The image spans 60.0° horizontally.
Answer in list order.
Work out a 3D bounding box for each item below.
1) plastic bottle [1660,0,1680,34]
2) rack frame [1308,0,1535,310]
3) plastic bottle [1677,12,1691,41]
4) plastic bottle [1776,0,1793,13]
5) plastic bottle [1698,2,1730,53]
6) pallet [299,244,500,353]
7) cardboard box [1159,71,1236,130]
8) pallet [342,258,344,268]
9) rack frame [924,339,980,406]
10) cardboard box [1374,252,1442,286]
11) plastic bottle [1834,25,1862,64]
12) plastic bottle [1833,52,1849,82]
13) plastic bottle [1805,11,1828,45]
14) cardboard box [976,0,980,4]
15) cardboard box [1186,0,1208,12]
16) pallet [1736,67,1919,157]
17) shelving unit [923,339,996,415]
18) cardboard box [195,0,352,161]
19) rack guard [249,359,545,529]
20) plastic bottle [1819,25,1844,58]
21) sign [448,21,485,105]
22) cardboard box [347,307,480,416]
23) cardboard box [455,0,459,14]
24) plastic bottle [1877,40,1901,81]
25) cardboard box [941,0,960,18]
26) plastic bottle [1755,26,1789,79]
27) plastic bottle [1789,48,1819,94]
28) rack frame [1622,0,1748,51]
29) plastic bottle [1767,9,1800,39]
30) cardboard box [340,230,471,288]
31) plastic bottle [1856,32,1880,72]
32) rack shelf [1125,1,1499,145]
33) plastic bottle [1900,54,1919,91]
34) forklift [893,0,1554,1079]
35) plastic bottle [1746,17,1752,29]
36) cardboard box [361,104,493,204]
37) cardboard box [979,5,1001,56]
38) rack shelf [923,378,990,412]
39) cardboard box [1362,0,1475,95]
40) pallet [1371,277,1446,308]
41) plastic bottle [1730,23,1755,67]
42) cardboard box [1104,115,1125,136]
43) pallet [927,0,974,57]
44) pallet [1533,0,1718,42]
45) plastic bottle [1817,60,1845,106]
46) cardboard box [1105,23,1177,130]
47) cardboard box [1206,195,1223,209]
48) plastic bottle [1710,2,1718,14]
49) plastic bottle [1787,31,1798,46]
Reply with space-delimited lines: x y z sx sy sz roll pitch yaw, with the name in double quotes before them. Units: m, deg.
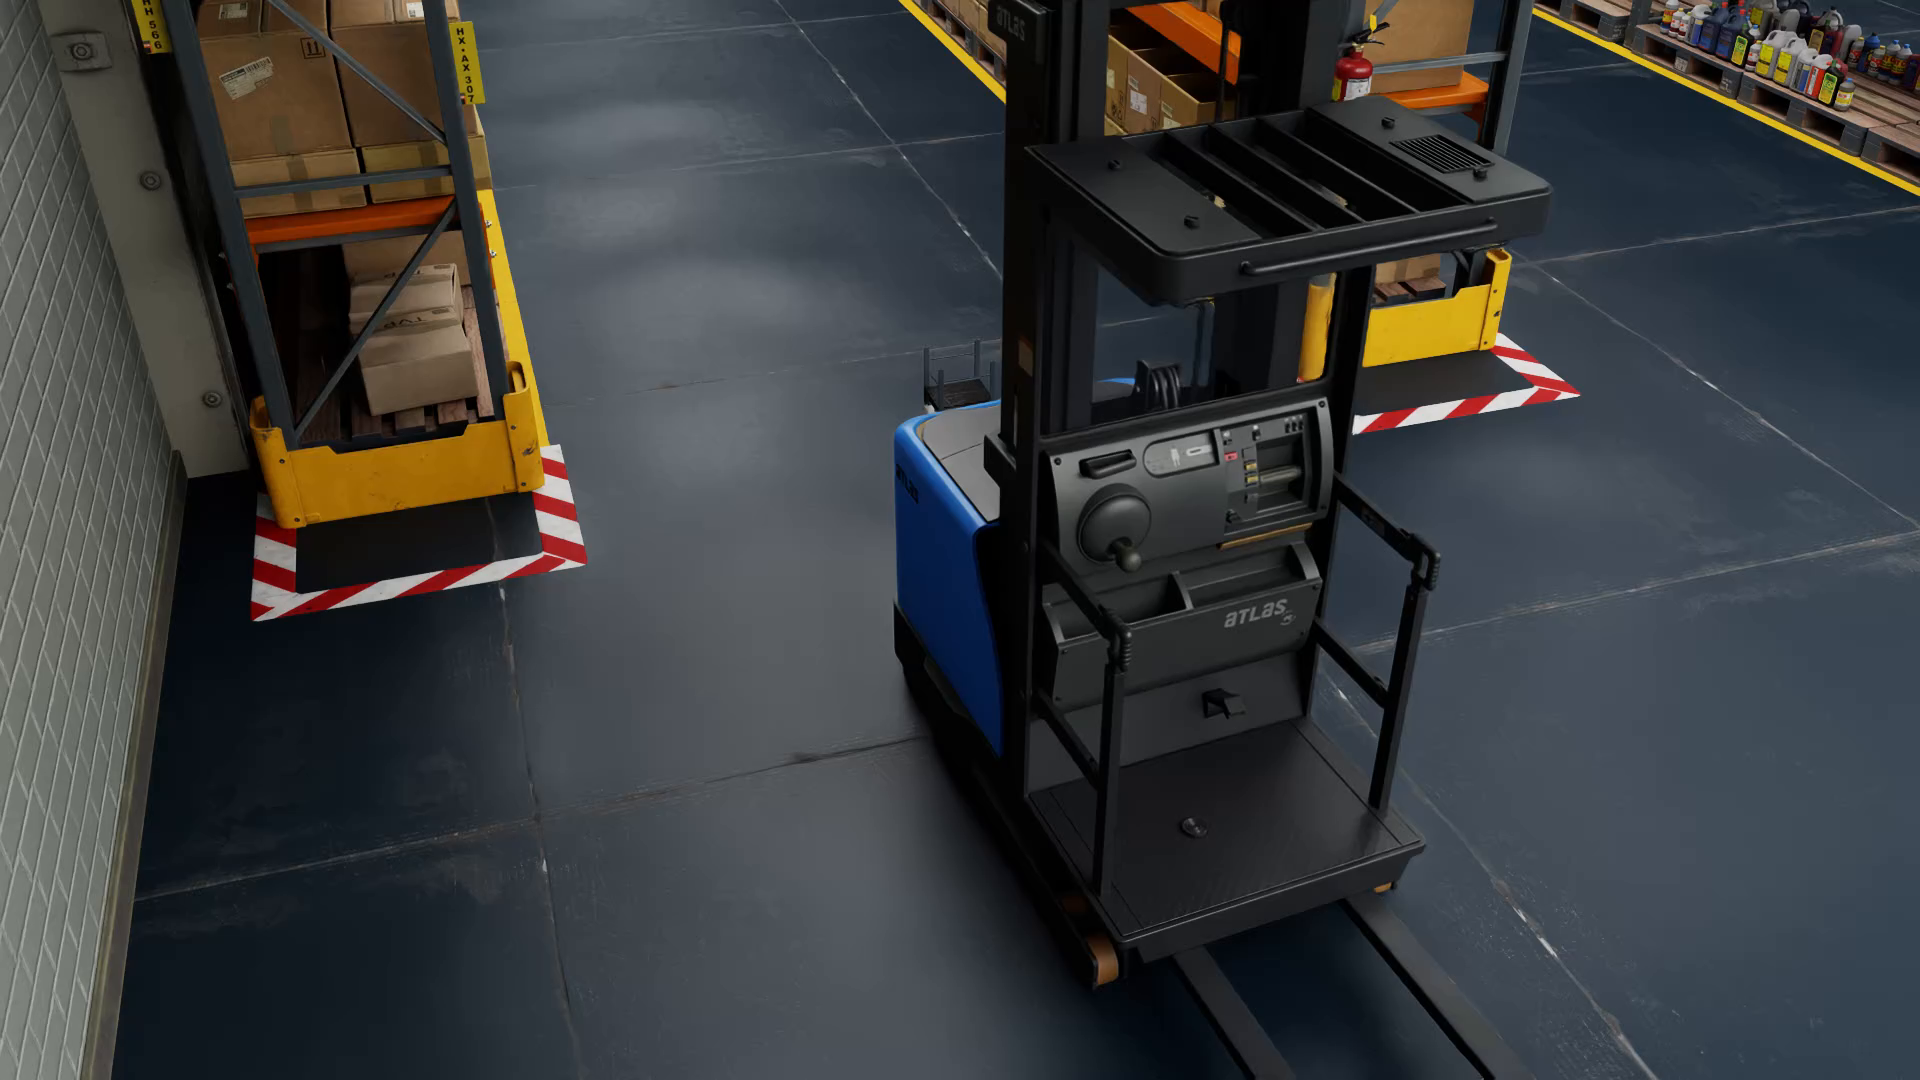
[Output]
"plastic bottle" 5.415 -4.010 12.674 0.097 0.271 0.097 0 33 0
"rack frame" 2.237 -2.275 7.972 1.000 3.000 0.127 -10 35 -15
"plastic bottle" 5.477 -3.874 12.532 0.097 0.201 0.097 0 33 0
"plastic bottle" 6.206 -3.995 12.578 0.144 0.351 0.185 -11 35 -16
"plastic bottle" 5.587 -3.791 12.270 0.144 0.351 0.185 -9 35 -13
"pallet" -3.085 -1.388 9.160 1.003 0.211 1.213 -10 35 -15
"cardboard box" 1.471 -2.370 9.549 0.500 0.500 0.500 -10 35 -15
"pallet" -3.461 -2.030 10.131 1.003 0.211 1.213 -10 35 -15
"rack frame" -0.033 -0.433 7.089 0.240 0.900 0.006 -10 35 -15
"cardboard box" 2.285 -1.622 9.097 0.500 0.250 0.500 -10 35 -15
"plastic bottle" 6.409 -3.607 12.060 0.152 0.276 0.135 -9 35 -14
"plastic bottle" 6.028 -3.202 11.440 0.061 0.283 0.133 -10 35 -15
"plastic bottle" 6.354 -3.787 12.326 0.061 0.283 0.133 -8 34 -12
"cardboard box" 0.306 -4.336 12.696 0.500 0.311 0.500 -10 35 -15
"cardboard box" 1.632 -3.376 9.548 0.700 0.500 0.500 -9 35 -13
"pallet" 6.276 -3.041 11.661 1.003 0.211 1.213 -10 35 -15
"shelving unit" -0.002 -0.380 7.008 0.258 0.900 0.210 -10 35 -15
"cardboard box" -2.825 -1.910 6.858 0.500 0.500 0.500 -10 35 -15
"rack guard" -2.502 -0.437 7.458 1.175 0.500 0.348 -10 35 -15
"plastic bottle" 6.308 -3.592 12.030 0.061 0.283 0.133 -10 35 -15
"sign" -1.963 -1.892 6.608 0.100 0.325 0.005 -10 35 -15
"cardboard box" -2.605 -0.880 7.901 0.500 0.311 0.500 -14 36 -20
"cardboard box" -2.480 -2.261 7.388 0.500 0.500 0.500 -10 35 -15
"plastic bottle" 6.564 -3.388 11.732 0.097 0.271 0.097 0 33 0
"cardboard box" 0.152 -4.374 13.262 0.500 0.250 0.500 -9 35 -14
"plastic bottle" 5.774 -3.469 11.782 0.144 0.351 0.185 -10 35 -15
"plastic bottle" 5.885 -3.253 11.524 0.152 0.276 0.135 -11 35 -16
"rack frame" 5.735 -5.206 12.408 1.000 3.000 0.127 -10 35 -15
"plastic bottle" 6.132 -3.825 12.389 0.152 0.276 0.135 -10 35 -15
"cardboard box" -2.955 -1.652 8.897 0.700 0.500 0.500 -12 35 -18
"plastic bottle" 6.502 -3.494 11.893 0.097 0.271 0.097 0 33 0
"rack shelf" 1.627 -3.025 9.759 1.077 0.370 4.000 -10 35 -15
"plastic bottle" 6.648 -3.282 11.562 0.061 0.283 0.133 -9 35 -14
"forklift" 0.778 -0.110 4.757 1.130 2.935 3.031 -13 36 -19
"plastic bottle" 5.746 -3.702 12.207 0.097 0.271 0.097 0 33 0
"cardboard box" -2.326 -1.695 7.213 0.500 0.250 0.500 -11 35 -16
"cardboard box" 0.462 -3.838 12.450 0.500 0.250 0.500 -11 35 -15
"rack shelf" -0.002 -0.577 6.878 0.258 0.077 0.200 -10 35 -15
"cardboard box" 2.107 -2.564 8.319 0.700 0.500 0.500 -10 35 -15
"pallet" 1.964 -1.506 9.338 1.003 0.211 1.213 -10 35 -15
"plastic bottle" 5.655 -3.570 11.997 0.061 0.283 0.133 -9 34 -13
"cardboard box" 1.165 -2.582 10.550 0.500 0.250 0.500 -10 35 -15
"pallet" 0.379 -4.234 13.465 1.003 0.211 1.213 -10 35 -15
"pallet" 5.459 -4.448 13.791 1.003 0.211 1.213 -10 35 -15
"plastic bottle" 5.925 -3.105 11.293 0.061 0.283 0.133 -9 35 -14
"cardboard box" 1.166 -2.895 10.343 0.500 0.500 0.500 -10 35 -15
"cardboard box" 1.628 -1.795 9.359 0.500 0.250 0.500 -10 35 -15
"plastic bottle" 5.641 -3.868 12.448 0.061 0.283 0.133 -10 35 -15
"plastic bottle" 5.907 -3.476 11.860 0.152 0.276 0.135 -10 35 -15
